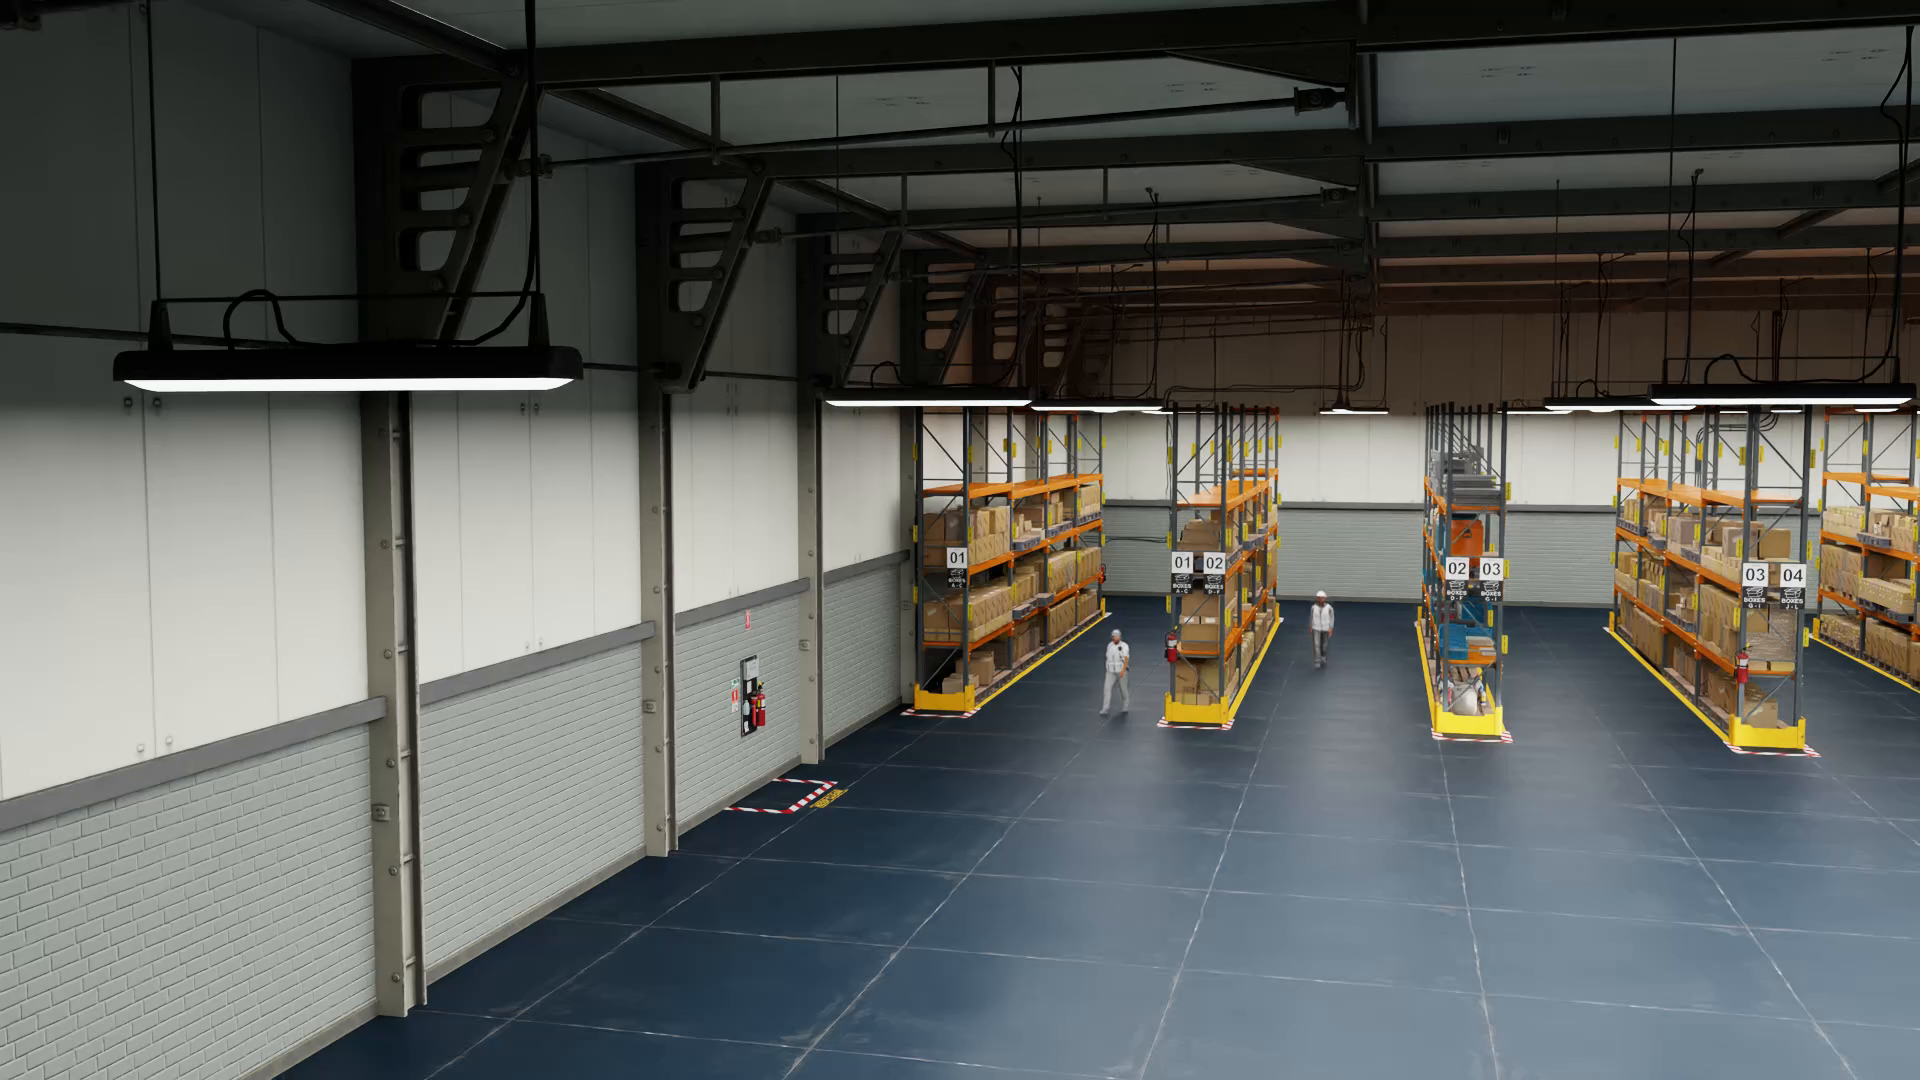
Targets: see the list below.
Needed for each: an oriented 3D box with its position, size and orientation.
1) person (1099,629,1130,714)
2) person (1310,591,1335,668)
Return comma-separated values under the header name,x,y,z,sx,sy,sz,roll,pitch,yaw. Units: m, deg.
name,x,y,z,sx,sy,sz,roll,pitch,yaw
person,3.000,2.533,31.993,0.496,1.610,0.975,2,5,24
person,8.308,2.032,38.115,0.520,1.713,1.079,0,4,6
